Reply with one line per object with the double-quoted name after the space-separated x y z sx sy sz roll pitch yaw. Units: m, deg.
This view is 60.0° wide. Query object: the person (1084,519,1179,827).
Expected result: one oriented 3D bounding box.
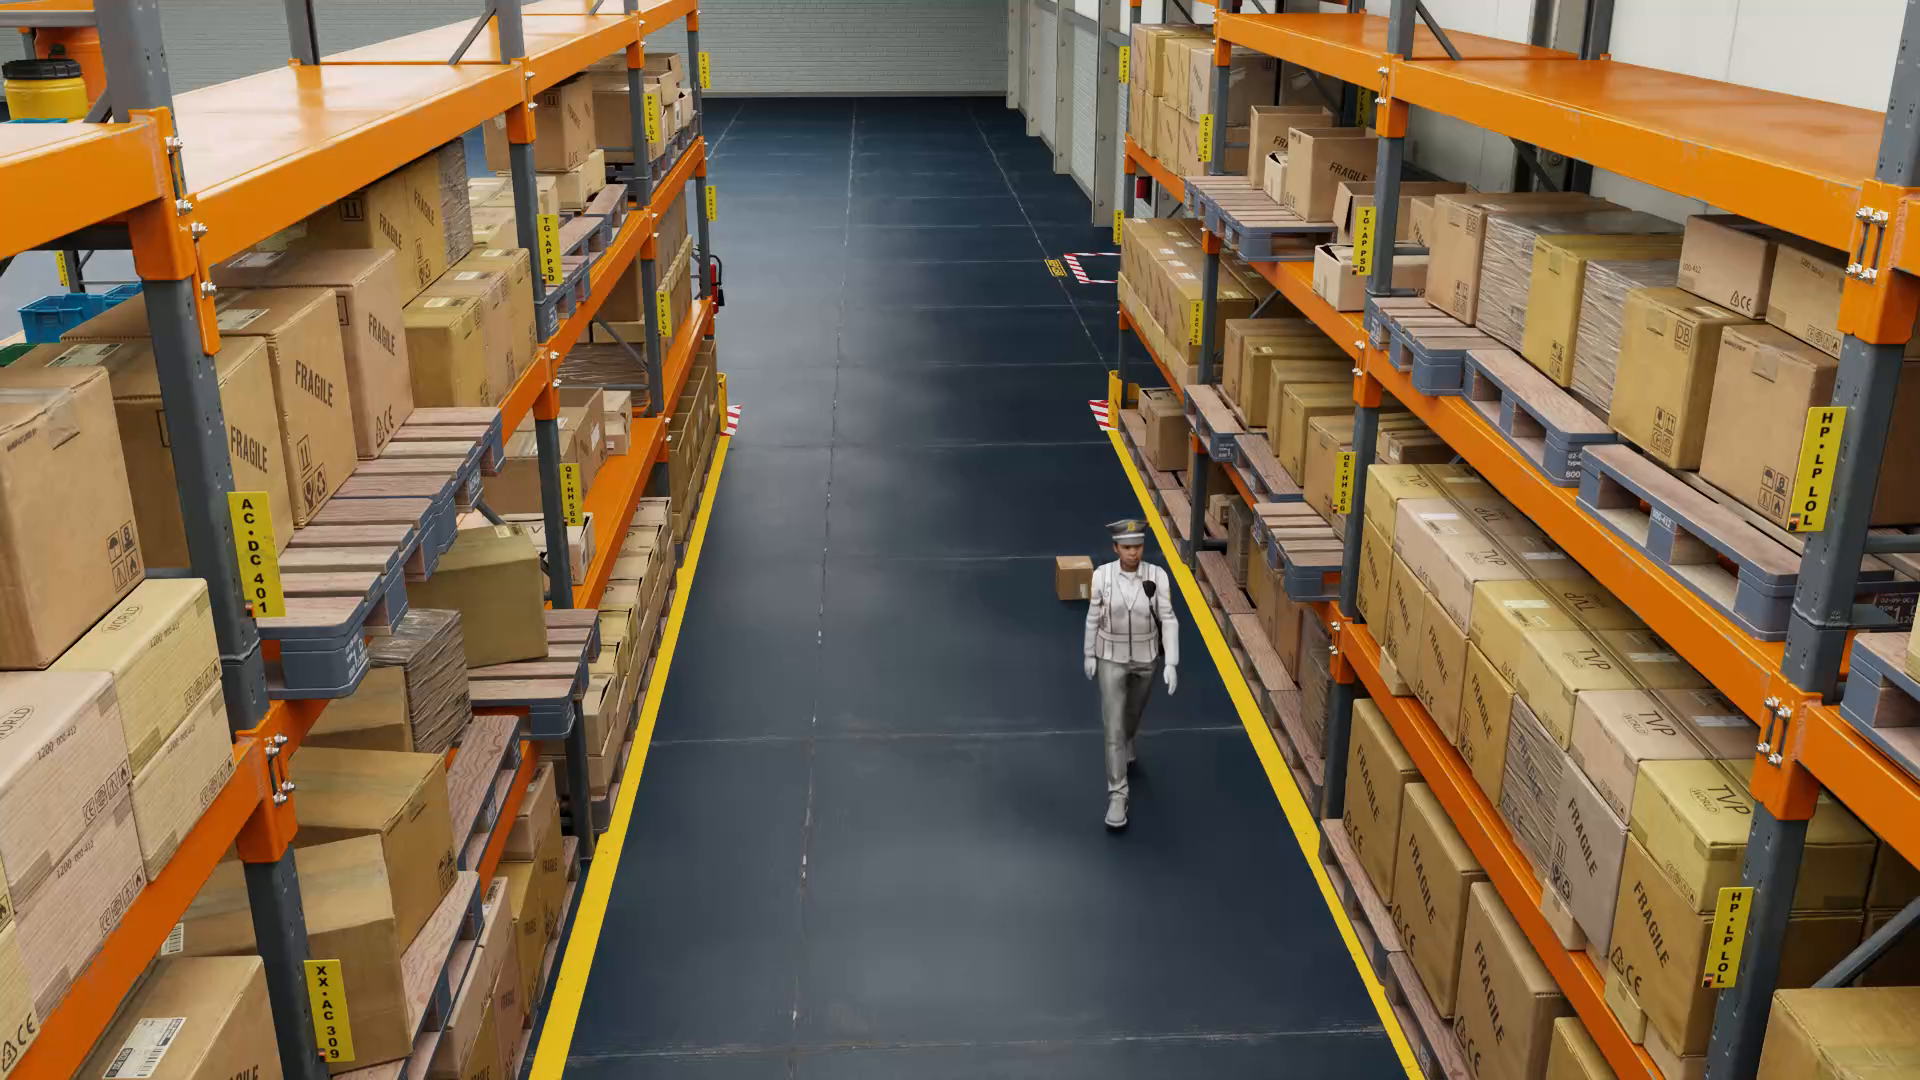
0.958 0.658 9.264 0.508 1.634 0.999 0 21 -1 "person"
